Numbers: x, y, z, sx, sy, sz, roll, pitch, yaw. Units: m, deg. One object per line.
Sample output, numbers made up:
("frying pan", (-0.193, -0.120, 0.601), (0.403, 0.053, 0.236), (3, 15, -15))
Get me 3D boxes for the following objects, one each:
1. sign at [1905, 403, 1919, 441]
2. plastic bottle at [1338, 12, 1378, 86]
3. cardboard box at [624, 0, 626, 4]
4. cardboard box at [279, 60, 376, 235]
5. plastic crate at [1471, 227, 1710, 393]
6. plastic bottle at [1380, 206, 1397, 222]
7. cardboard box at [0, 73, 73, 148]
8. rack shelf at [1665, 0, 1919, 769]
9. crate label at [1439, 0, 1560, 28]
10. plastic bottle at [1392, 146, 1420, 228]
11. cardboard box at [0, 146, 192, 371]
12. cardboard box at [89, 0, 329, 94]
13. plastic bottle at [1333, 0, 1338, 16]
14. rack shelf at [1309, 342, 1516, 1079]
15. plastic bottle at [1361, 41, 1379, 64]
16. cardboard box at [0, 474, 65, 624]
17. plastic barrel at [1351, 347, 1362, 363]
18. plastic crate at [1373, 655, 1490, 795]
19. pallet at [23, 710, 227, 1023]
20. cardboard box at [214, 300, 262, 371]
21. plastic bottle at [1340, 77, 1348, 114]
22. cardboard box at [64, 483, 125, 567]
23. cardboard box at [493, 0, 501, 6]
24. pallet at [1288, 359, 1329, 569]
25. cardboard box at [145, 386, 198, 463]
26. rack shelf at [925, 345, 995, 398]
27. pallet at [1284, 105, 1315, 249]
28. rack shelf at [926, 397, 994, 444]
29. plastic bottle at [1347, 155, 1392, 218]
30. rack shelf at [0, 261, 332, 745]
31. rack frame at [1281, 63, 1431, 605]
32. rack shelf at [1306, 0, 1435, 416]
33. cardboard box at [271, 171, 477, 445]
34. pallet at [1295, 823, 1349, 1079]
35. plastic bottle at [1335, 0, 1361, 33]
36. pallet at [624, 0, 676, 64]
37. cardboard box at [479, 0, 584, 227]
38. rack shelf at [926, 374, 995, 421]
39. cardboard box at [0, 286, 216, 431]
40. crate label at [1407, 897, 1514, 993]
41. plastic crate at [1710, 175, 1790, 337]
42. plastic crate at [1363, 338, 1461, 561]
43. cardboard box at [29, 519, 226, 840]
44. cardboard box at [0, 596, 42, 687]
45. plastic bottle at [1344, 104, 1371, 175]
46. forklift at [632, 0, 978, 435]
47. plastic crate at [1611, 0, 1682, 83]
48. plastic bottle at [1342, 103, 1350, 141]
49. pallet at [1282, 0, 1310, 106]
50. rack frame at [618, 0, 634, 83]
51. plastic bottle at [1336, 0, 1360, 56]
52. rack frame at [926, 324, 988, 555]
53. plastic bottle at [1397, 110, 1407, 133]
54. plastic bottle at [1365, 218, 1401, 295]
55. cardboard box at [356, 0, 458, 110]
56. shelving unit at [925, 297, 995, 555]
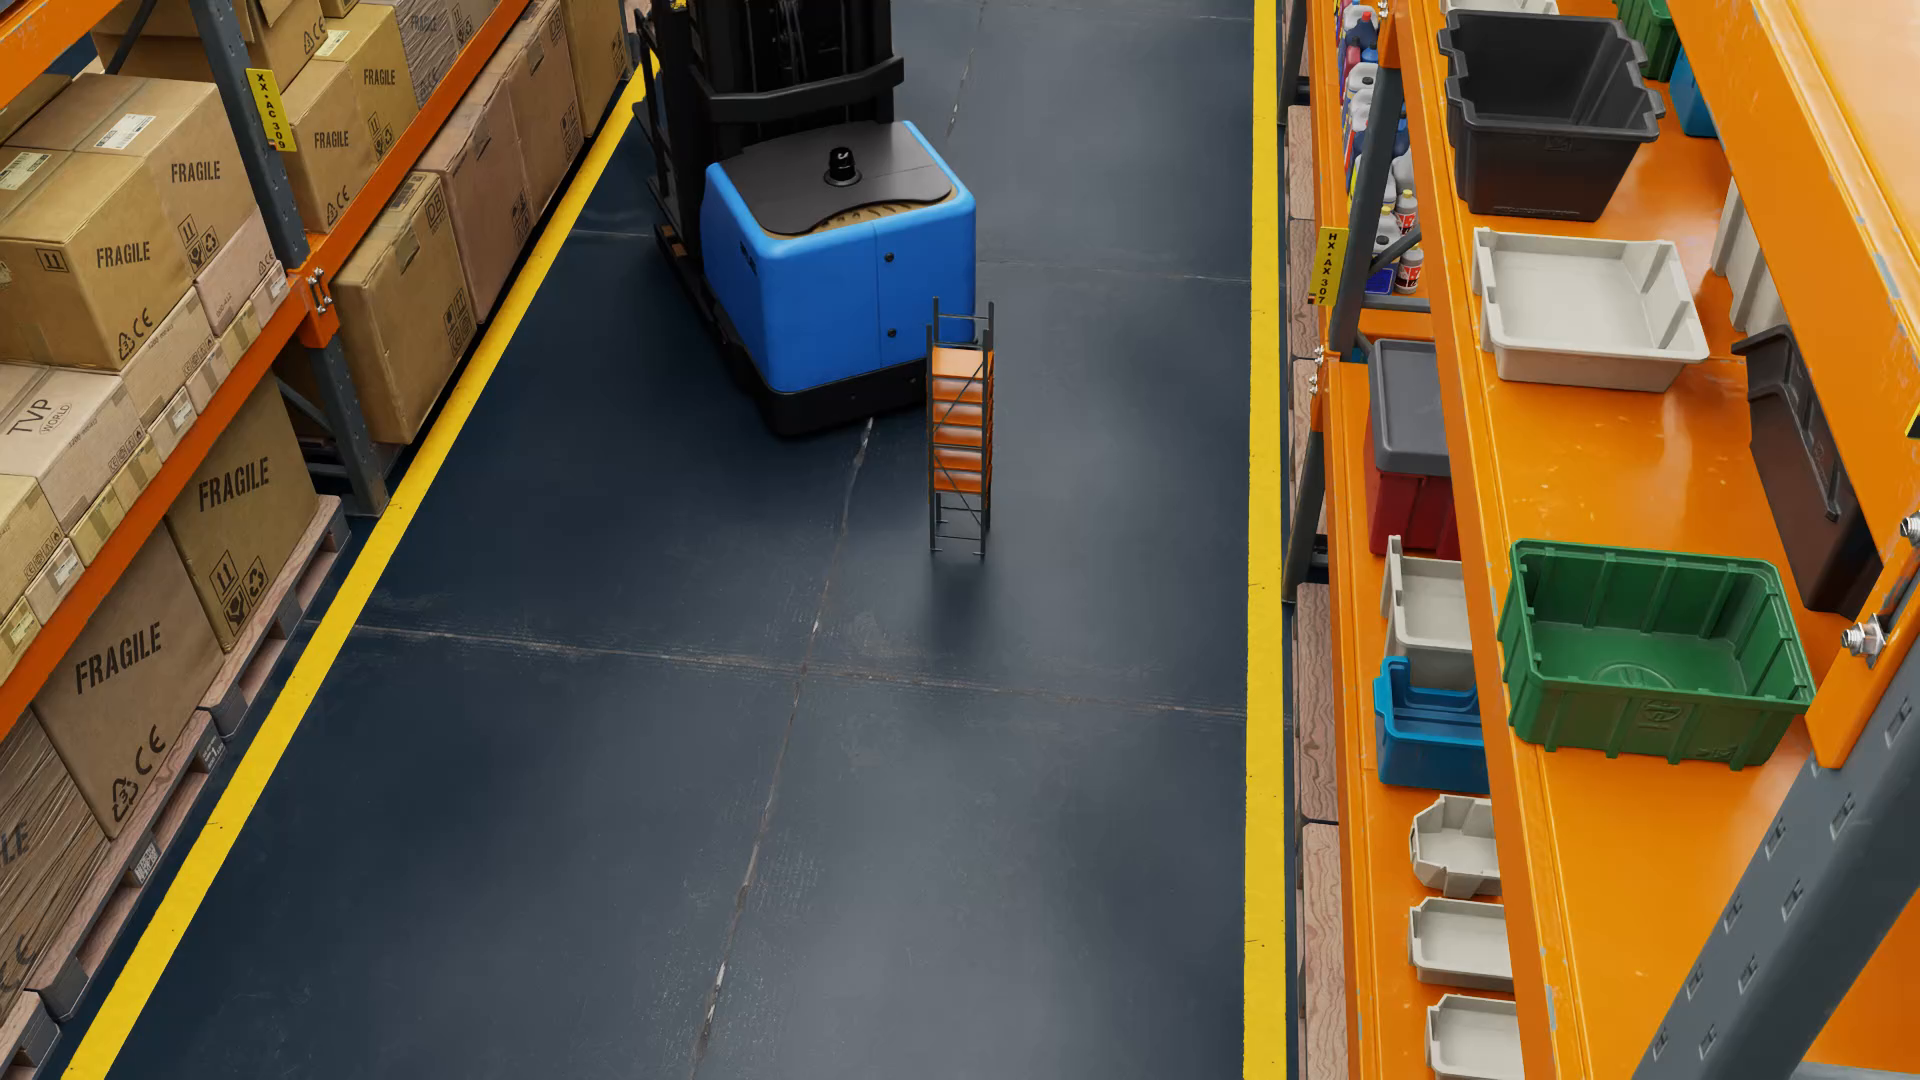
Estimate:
("sign", (0.777, -0.192, 1.165), (0.100, 0.325, 0.005), (5, 44, 6))
("plastic bottle", (1.796, -2.207, 7.458), (0.144, 0.351, 0.185), (5, 44, 6))
("cardboard box", (-2.459, -3.705, 10.502), (0.700, 0.500, 0.500), (3, 44, 3))
("cardboard box", (-2.748, -1.596, 6.703), (0.500, 0.500, 0.500), (5, 44, 6))
("plastic crate", (1.352, -0.517, 3.646), (0.437, 0.136, 0.530), (5, 44, 6))
("plastic bottle", (1.651, -1.211, 6.514), (0.097, 0.201, 0.097), (0, 43, 0))
("cardboard box", (-3.373, -1.291, 5.802), (0.500, 0.500, 0.500), (5, 44, 6))
("rack shelf", (1.589, -1.227, 2.837), (1.077, 0.370, 4.000), (5, 44, 6))
("crate label", (1.502, -1.505, 4.690), (0.293, 0.136, 0.466), (5, 44, 6))
("plastic bottle", (1.793, -1.444, 6.651), (0.144, 0.351, 0.185), (5, 44, 6))
("cardboard box", (-2.922, -0.916, 5.405), (0.500, 0.500, 0.500), (6, 44, 6))
("cardboard box", (-2.980, -2.105, 6.512), (0.797, 0.503, 0.637), (4, 44, 4))
("plastic bottle", (1.850, -2.677, 8.002), (0.061, 0.283, 0.133), (5, 44, 6))
("rack shelf", (1.589, 0.806, 4.763), (1.077, 0.370, 4.000), (5, 44, 6))
("plastic bottle", (1.815, -2.079, 7.380), (0.097, 0.271, 0.097), (0, 43, 0))
("cardboard box", (-3.058, 0.048, 4.932), (0.500, 0.250, 0.500), (4, 44, 5))
("plastic barrel", (2.036, -1.061, 7.431), (0.600, 0.901, 0.708), (5, 44, 6))
("plastic crate", (1.342, 0.524, 4.615), (0.416, 0.233, 0.300), (5, 44, 6))
("pallet", (-3.393, 1.089, 5.969), (1.003, 0.211, 1.213), (5, 44, 6))
("cardboard box", (-2.806, -0.764, 6.080), (0.380, 0.149, 0.250), (6, 44, 6))
("plastic bottle", (1.737, -1.968, 7.314), (0.097, 0.201, 0.097), (0, 43, 0))
("cardboard box", (-2.941, -0.064, 5.341), (0.380, 0.149, 0.250), (5, 44, 5))
("cardboard box", (-2.484, -2.979, 8.164), (0.500, 0.500, 0.500), (4, 44, 4))
("pallet", (1.997, -0.328, 7.465), (1.003, 0.211, 1.213), (5, 44, 6))
("cardboard box", (-2.874, -0.414, 5.711), (0.380, 0.149, 0.250), (6, 44, 6))
("rack shelf", (0.002, -0.675, 6.653), (0.258, 0.103, 0.180), (5, 44, 6))
("pallet", (2.319, -1.991, 9.221), (1.003, 0.211, 1.213), (5, 44, 6))
("rack shelf", (0.002, -0.500, 6.818), (0.258, 0.103, 0.180), (5, 44, 6))
("plastic bottle", (1.651, -1.457, 6.665), (0.144, 0.351, 0.185), (5, 44, 6))
("rack shelf", (-3.321, 0.356, 5.238), (1.077, 0.370, 4.000), (5, 44, 6))
("rack frame", (1.853, -0.818, 5.955), (1.000, 3.000, 0.127), (5, 44, 6))
("rack shelf", (2.118, -1.920, 7.642), (1.077, 0.370, 4.000), (5, 44, 6))
("cardboard box", (-2.991, -1.088, 7.479), (1.225, 0.875, 0.875), (5, 44, 6))
("pallet", (1.636, 1.533, 5.500), (1.003, 0.211, 1.213), (5, 44, 6))
("plastic bottle", (1.840, -2.526, 7.852), (0.097, 0.271, 0.097), (0, 43, 0))
("pallet", (-2.423, -3.515, 10.830), (1.003, 0.211, 1.213), (5, 44, 6))
("cardboard box", (-2.765, -2.300, 8.760), (1.225, 0.875, 0.875), (5, 44, 6))
("rack shelf", (0.002, -0.588, 6.736), (0.258, 0.103, 0.180), (5, 44, 6))
("cardboard box", (-2.920, -0.644, 5.664), (0.500, 0.250, 0.500), (6, 44, 7))
("crate label", (1.318, 1.021, 4.160), (0.396, 0.136, 0.243), (5, 44, 6))
("plastic crate", (1.923, -0.621, 3.651), (0.437, 0.282, 0.530), (5, 44, 6))
("plastic crate", (1.487, -0.278, 5.294), (0.402, 0.464, 0.583), (5, 44, 6))
("cardboard box", (-3.342, 0.406, 5.901), (0.875, 0.875, 0.875), (5, 44, 6))
("cardboard box", (-3.009, 0.288, 4.969), (0.380, 0.149, 0.250), (4, 44, 4))
("plastic bottle", (1.700, -1.664, 6.938), (0.152, 0.276, 0.135), (5, 44, 6))
("forklift", (-0.973, -2.571, 7.855), (1.130, 2.935, 3.031), (-17, 46, -17))
("plastic crate", (2.097, -1.514, 4.662), (0.450, 0.188, 0.662), (5, 44, 6))
("plastic bottle", (1.706, -1.810, 7.147), (0.097, 0.201, 0.097), (0, 43, 0))
("pallet", (2.523, -3.056, 10.346), (1.003, 0.211, 1.213), (5, 44, 6))
("rack frame", (-2.527, -3.995, 9.309), (1.000, 3.000, 0.127), (5, 44, 6))
("plastic bottle", (1.809, -2.369, 7.686), (0.097, 0.271, 0.097), (0, 43, 0))
("rack frame", (-0.010, -0.383, 6.804), (0.240, 1.200, 0.006), (5, 44, 6))
("plastic bottle", (1.826, -1.664, 6.941), (0.097, 0.271, 0.097), (0, 43, 0))
("plastic bottle", (1.585, -1.071, 6.312), (0.152, 0.276, 0.135), (5, 44, 6))
("cardboard box", (-2.615, -2.279, 7.425), (0.500, 0.500, 0.500), (4, 44, 5))
("shelving unit", (0.002, -0.446, 6.870), (0.258, 1.200, 0.189), (5, 44, 6))
